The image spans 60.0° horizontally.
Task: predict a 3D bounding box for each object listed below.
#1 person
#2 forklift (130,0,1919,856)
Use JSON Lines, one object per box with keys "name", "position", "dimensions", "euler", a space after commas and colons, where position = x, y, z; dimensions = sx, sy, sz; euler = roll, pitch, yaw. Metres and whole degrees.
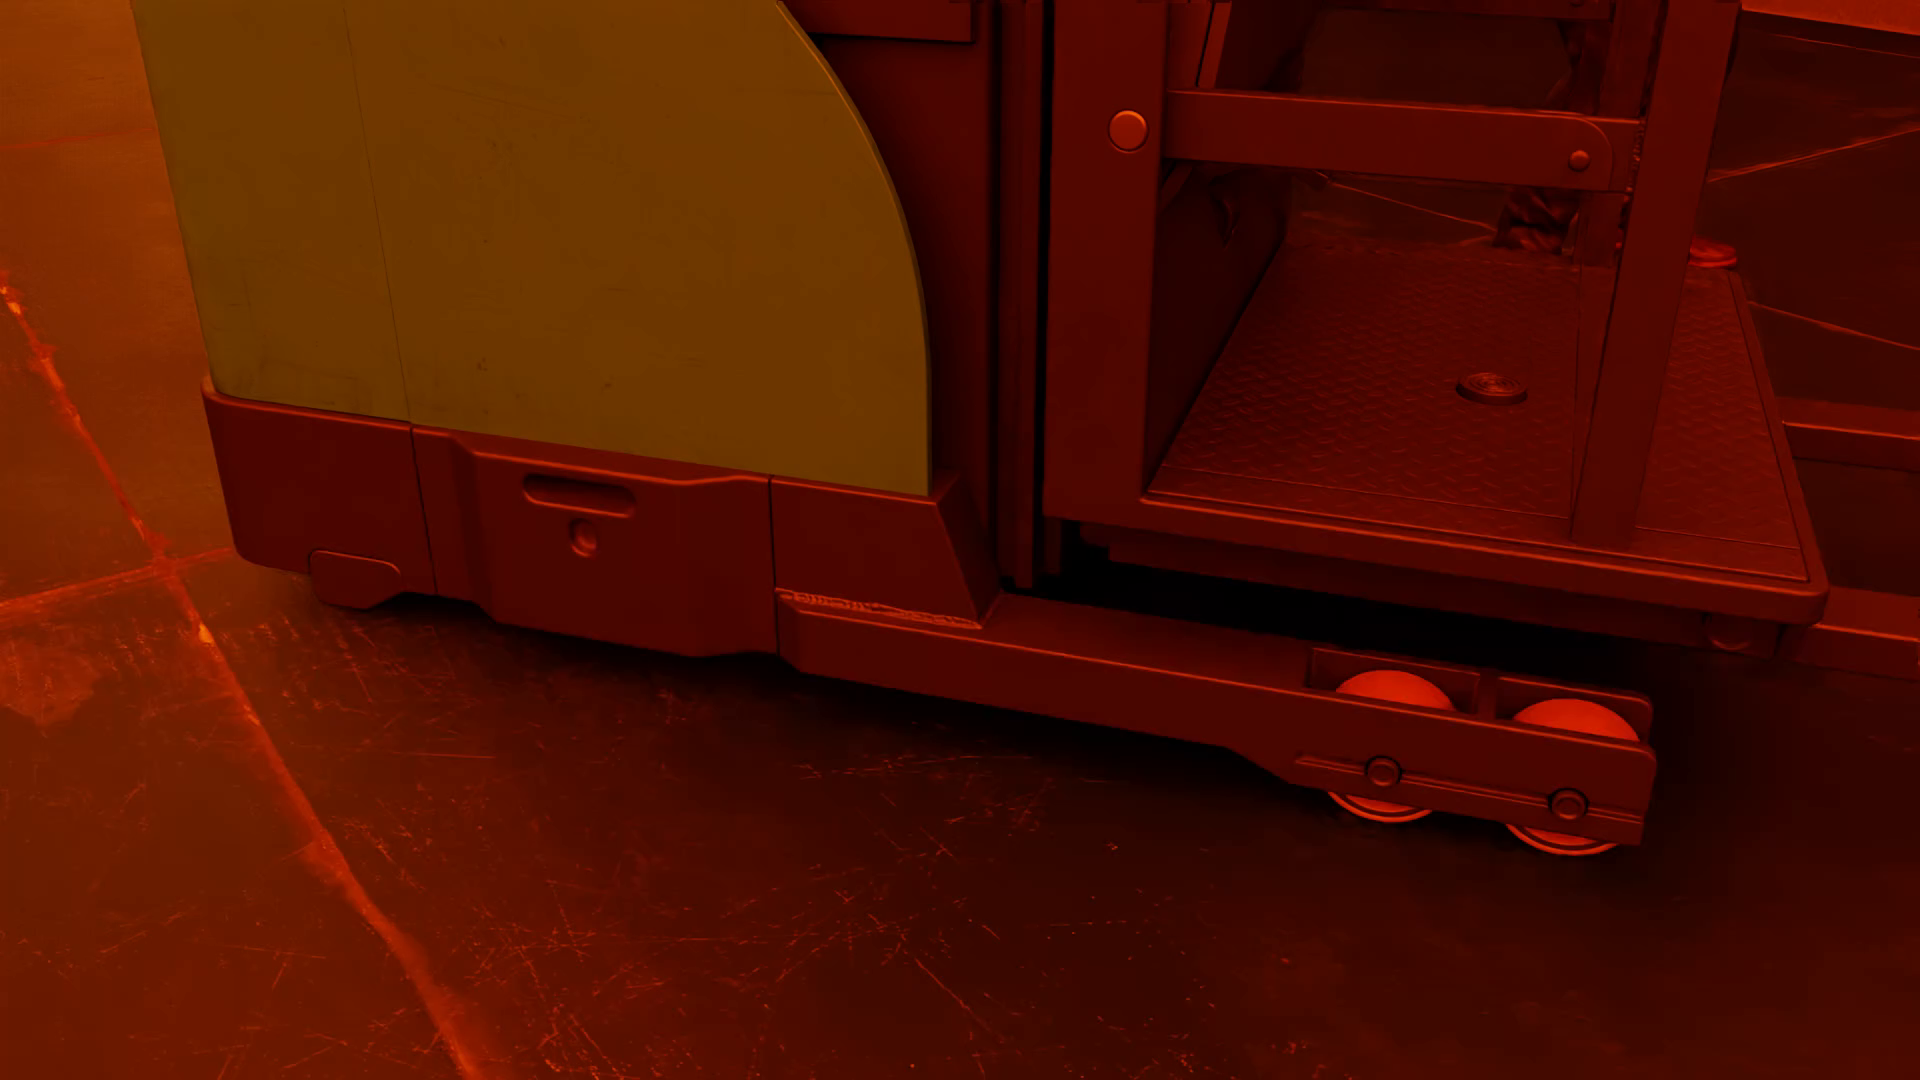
{"name": "person", "position": [1.372, -1.307, 3.288], "dimensions": [0.674, 1.634, 0.394], "euler": [-21, 33, -36]}
{"name": "forklift", "position": [0.554, -1.234, 1.692], "dimensions": [3.031, 2.935, 1.130], "euler": [8, 28, 16]}
